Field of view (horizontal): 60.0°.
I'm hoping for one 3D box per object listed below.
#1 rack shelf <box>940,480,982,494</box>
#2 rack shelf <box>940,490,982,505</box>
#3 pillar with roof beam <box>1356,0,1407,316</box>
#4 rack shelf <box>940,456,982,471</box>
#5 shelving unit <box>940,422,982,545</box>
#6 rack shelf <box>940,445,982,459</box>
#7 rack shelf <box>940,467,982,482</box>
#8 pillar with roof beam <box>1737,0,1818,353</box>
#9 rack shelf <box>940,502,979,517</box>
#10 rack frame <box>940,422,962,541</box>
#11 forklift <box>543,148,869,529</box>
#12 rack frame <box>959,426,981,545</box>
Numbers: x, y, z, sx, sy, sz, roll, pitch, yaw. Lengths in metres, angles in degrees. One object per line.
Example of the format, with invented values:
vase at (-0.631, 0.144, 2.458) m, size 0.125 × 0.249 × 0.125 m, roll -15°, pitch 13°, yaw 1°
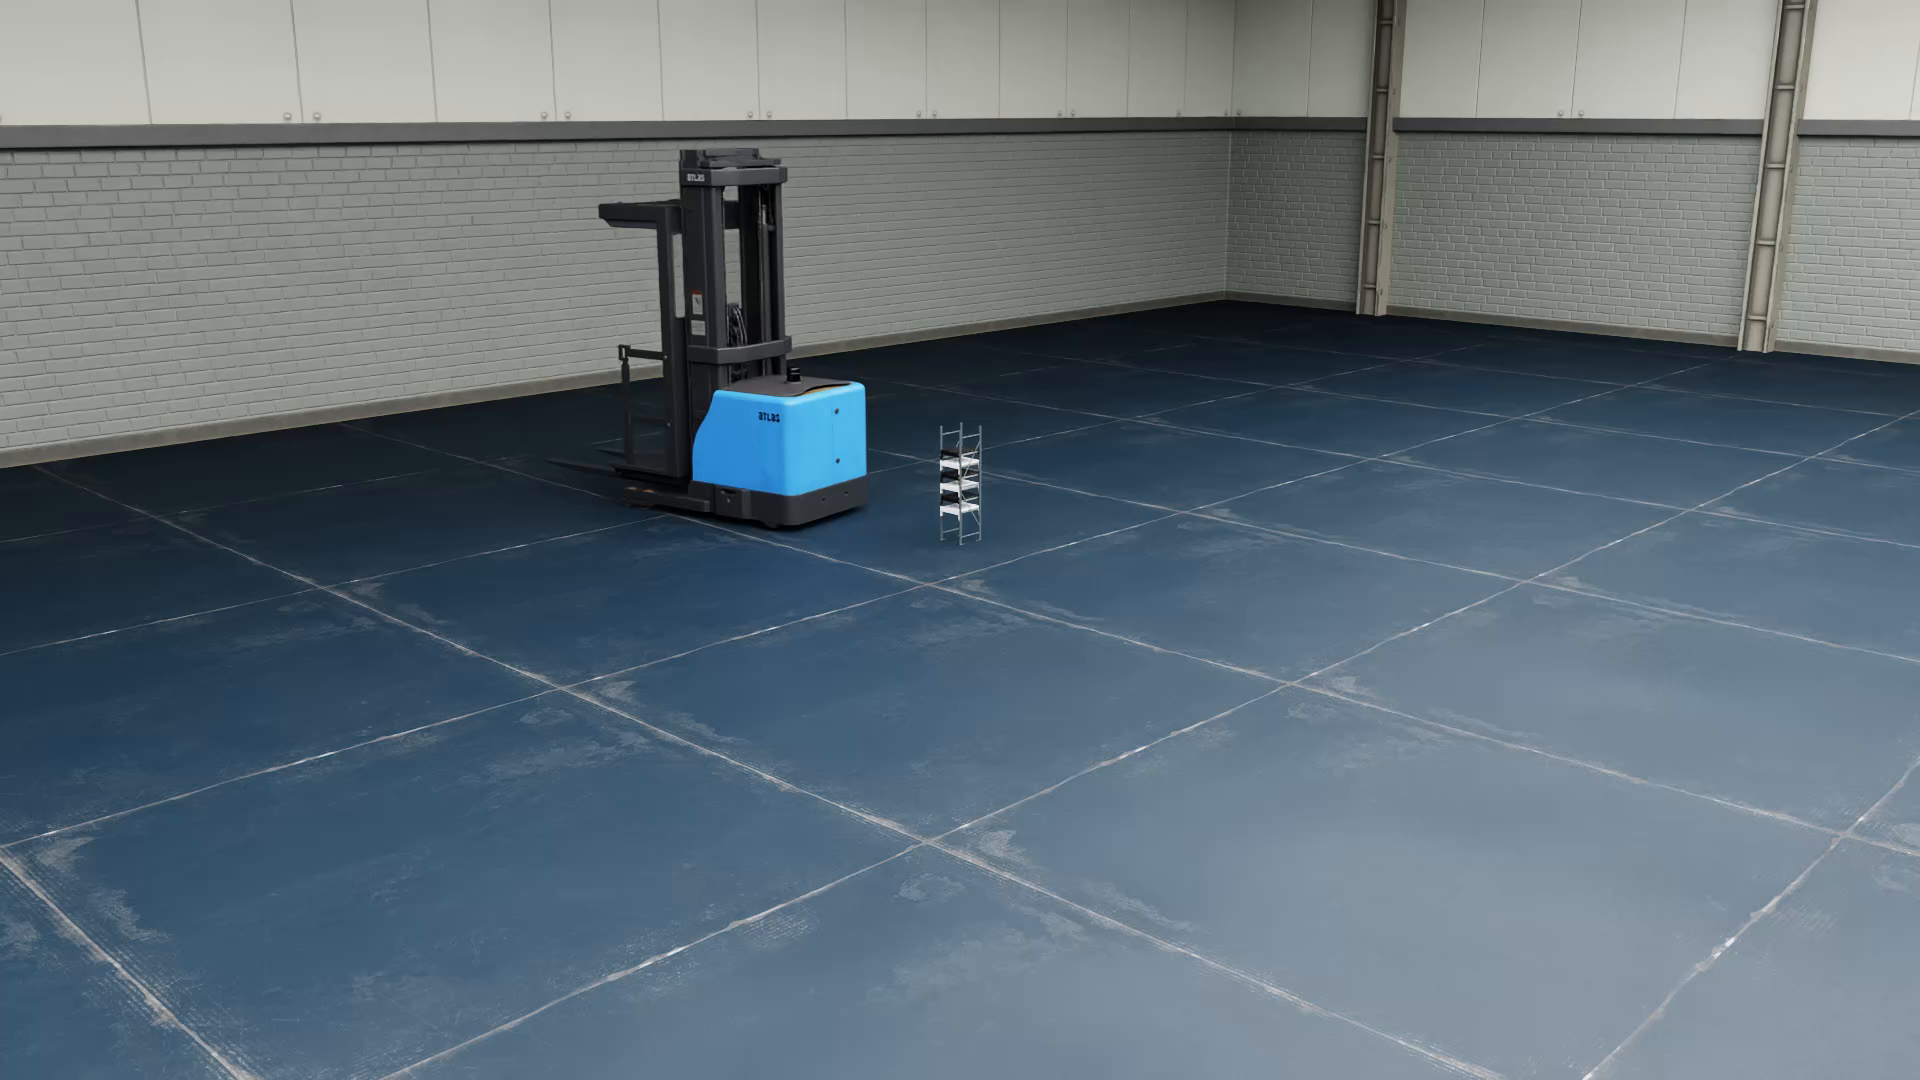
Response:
rack shelf at (0.006, -0.402, 12.822) m, size 0.200 × 0.077 × 0.258 m, roll 14°, pitch 20°, yaw 42°
rack shelf at (0.006, -0.315, 12.844) m, size 0.200 × 0.077 × 0.258 m, roll 14°, pitch 20°, yaw 42°
pillar with roof beam at (3.695, -7.245, 22.891) m, size 0.400 × 9.000 × 9.100 m, roll 14°, pitch 20°, yaw 42°
rack shelf at (0.006, -0.576, 12.776) m, size 0.200 × 0.077 × 0.258 m, roll 14°, pitch 20°, yaw 42°
shelving unit at (0.006, -0.434, 12.813) m, size 0.210 × 0.900 × 0.258 m, roll 14°, pitch 20°, yaw 42°
rack shelf at (0.006, -0.663, 12.753) m, size 0.200 × 0.077 × 0.258 m, roll 14°, pitch 20°, yaw 42°
rack shelf at (0.006, -0.489, 12.799) m, size 0.200 × 0.077 × 0.258 m, roll 14°, pitch 20°, yaw 42°
pillar with roof beam at (8.015, -6.195, 18.861) m, size 0.400 × 9.000 × 9.100 m, roll 14°, pitch 20°, yaw 42°
rack shelf at (0.006, -0.228, 12.867) m, size 0.200 × 0.077 × 0.258 m, roll 14°, pitch 20°, yaw 42°
rack frame at (-0.067, -0.452, 12.881) m, size 0.006 × 0.900 × 0.240 m, roll 14°, pitch 20°, yaw 42°
forklift at (-2.271, -1.774, 13.926) m, size 3.031 × 2.935 × 1.130 m, roll 10°, pitch 17°, yaw 33°
rack frame at (0.079, -0.416, 12.745) m, size 0.006 × 0.900 × 0.240 m, roll 14°, pitch 20°, yaw 42°
